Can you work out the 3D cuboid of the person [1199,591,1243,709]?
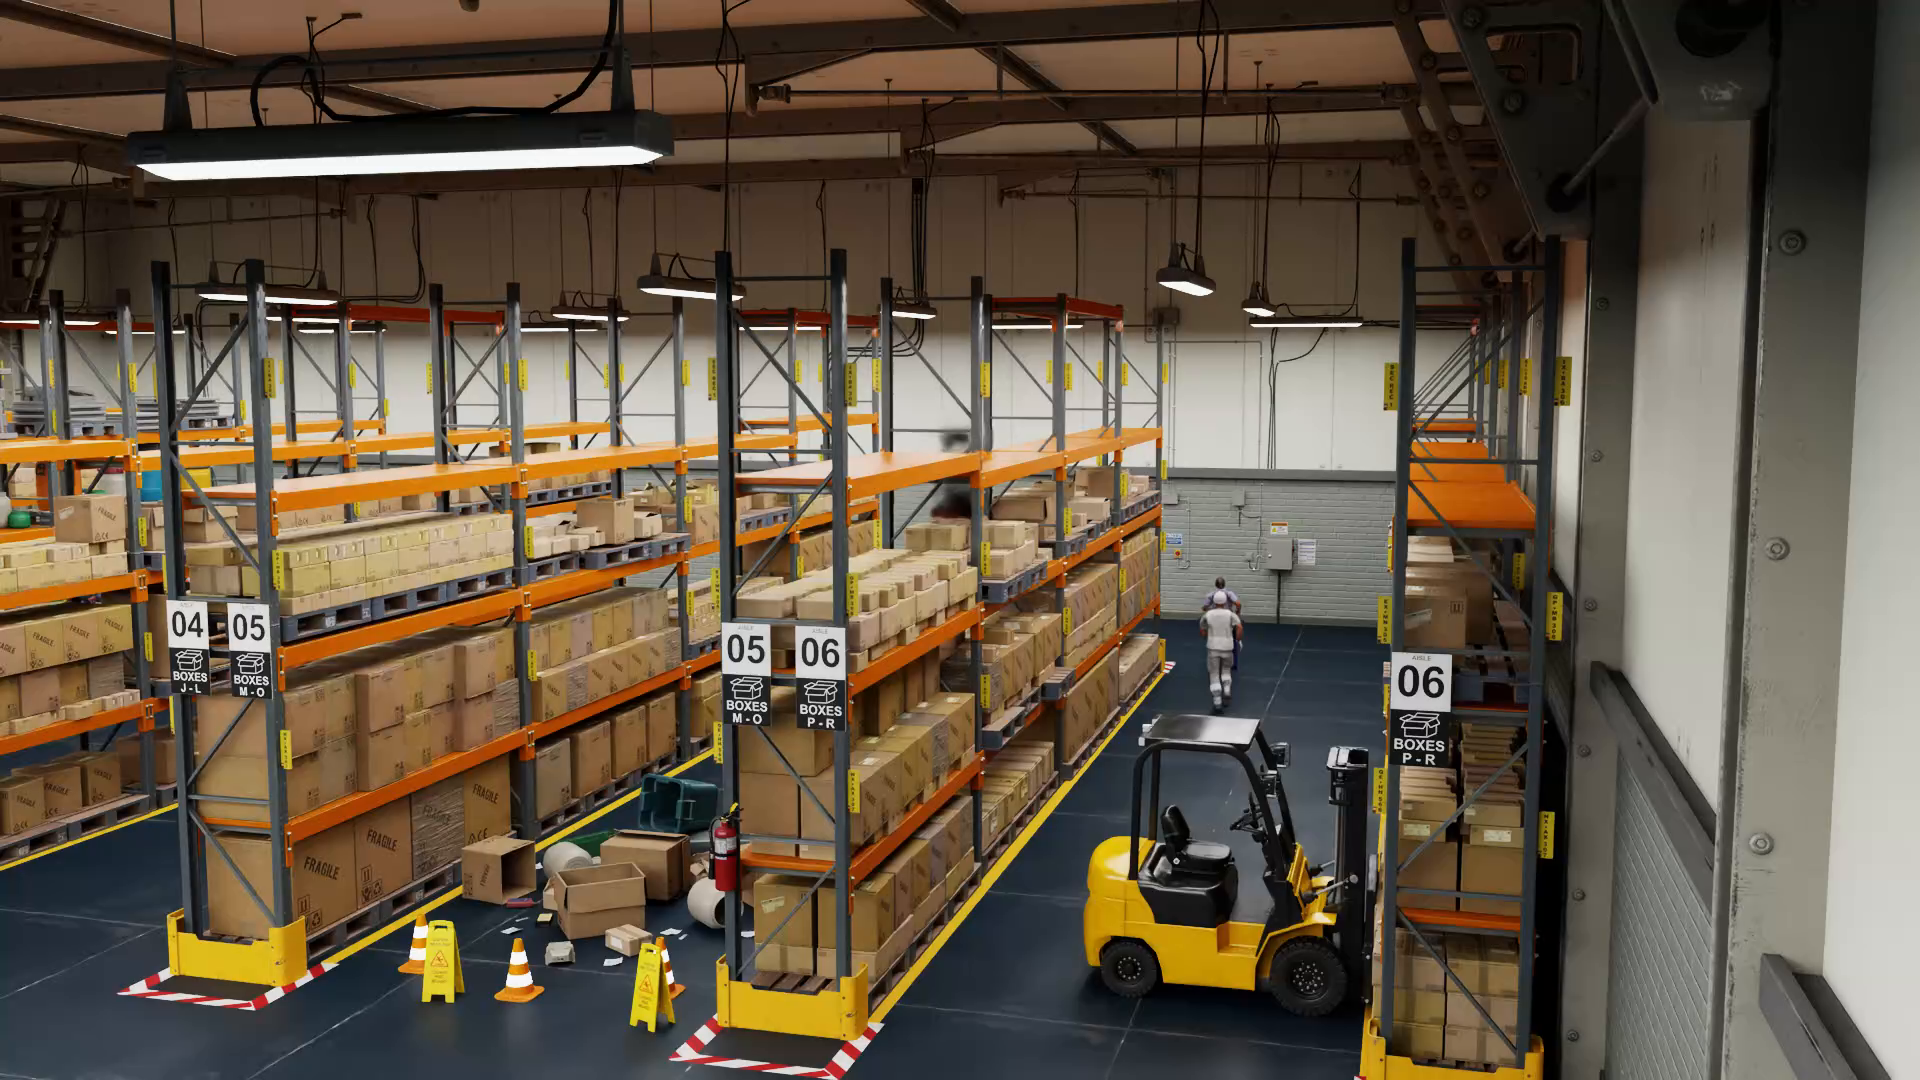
[{"bbox_3d":[3.906,1.641,24.931,0.641,1.775,0.690,1,6,5],"label":"person"}]

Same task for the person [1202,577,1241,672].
[{"bbox_3d":[4.409,1.445,27.998,0.654,1.669,0.756,2,6,14],"label":"person"}]
